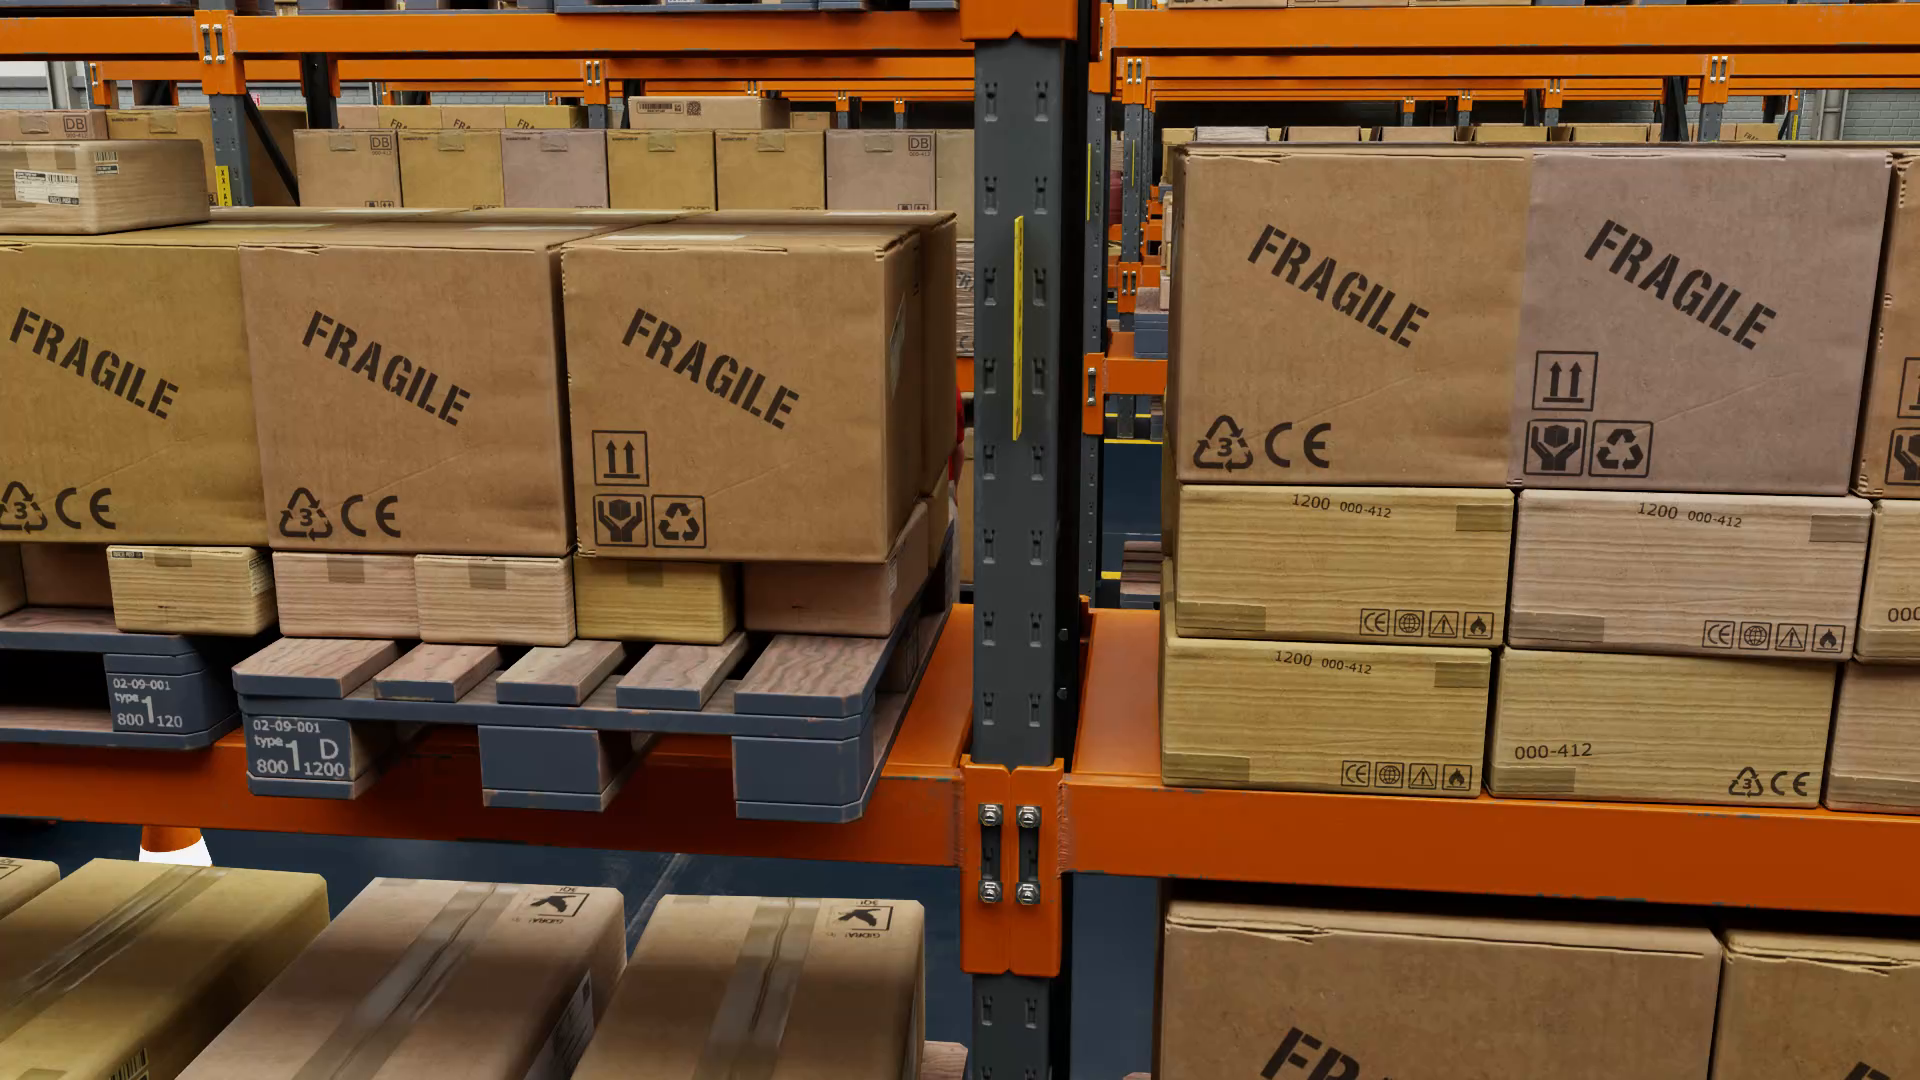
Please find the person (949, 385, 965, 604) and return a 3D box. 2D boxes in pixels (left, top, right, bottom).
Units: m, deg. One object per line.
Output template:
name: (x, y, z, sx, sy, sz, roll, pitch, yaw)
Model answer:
person: (-0.216, -0.068, 6.329, 0.494, 1.712, 0.530, 2, 14, 6)
